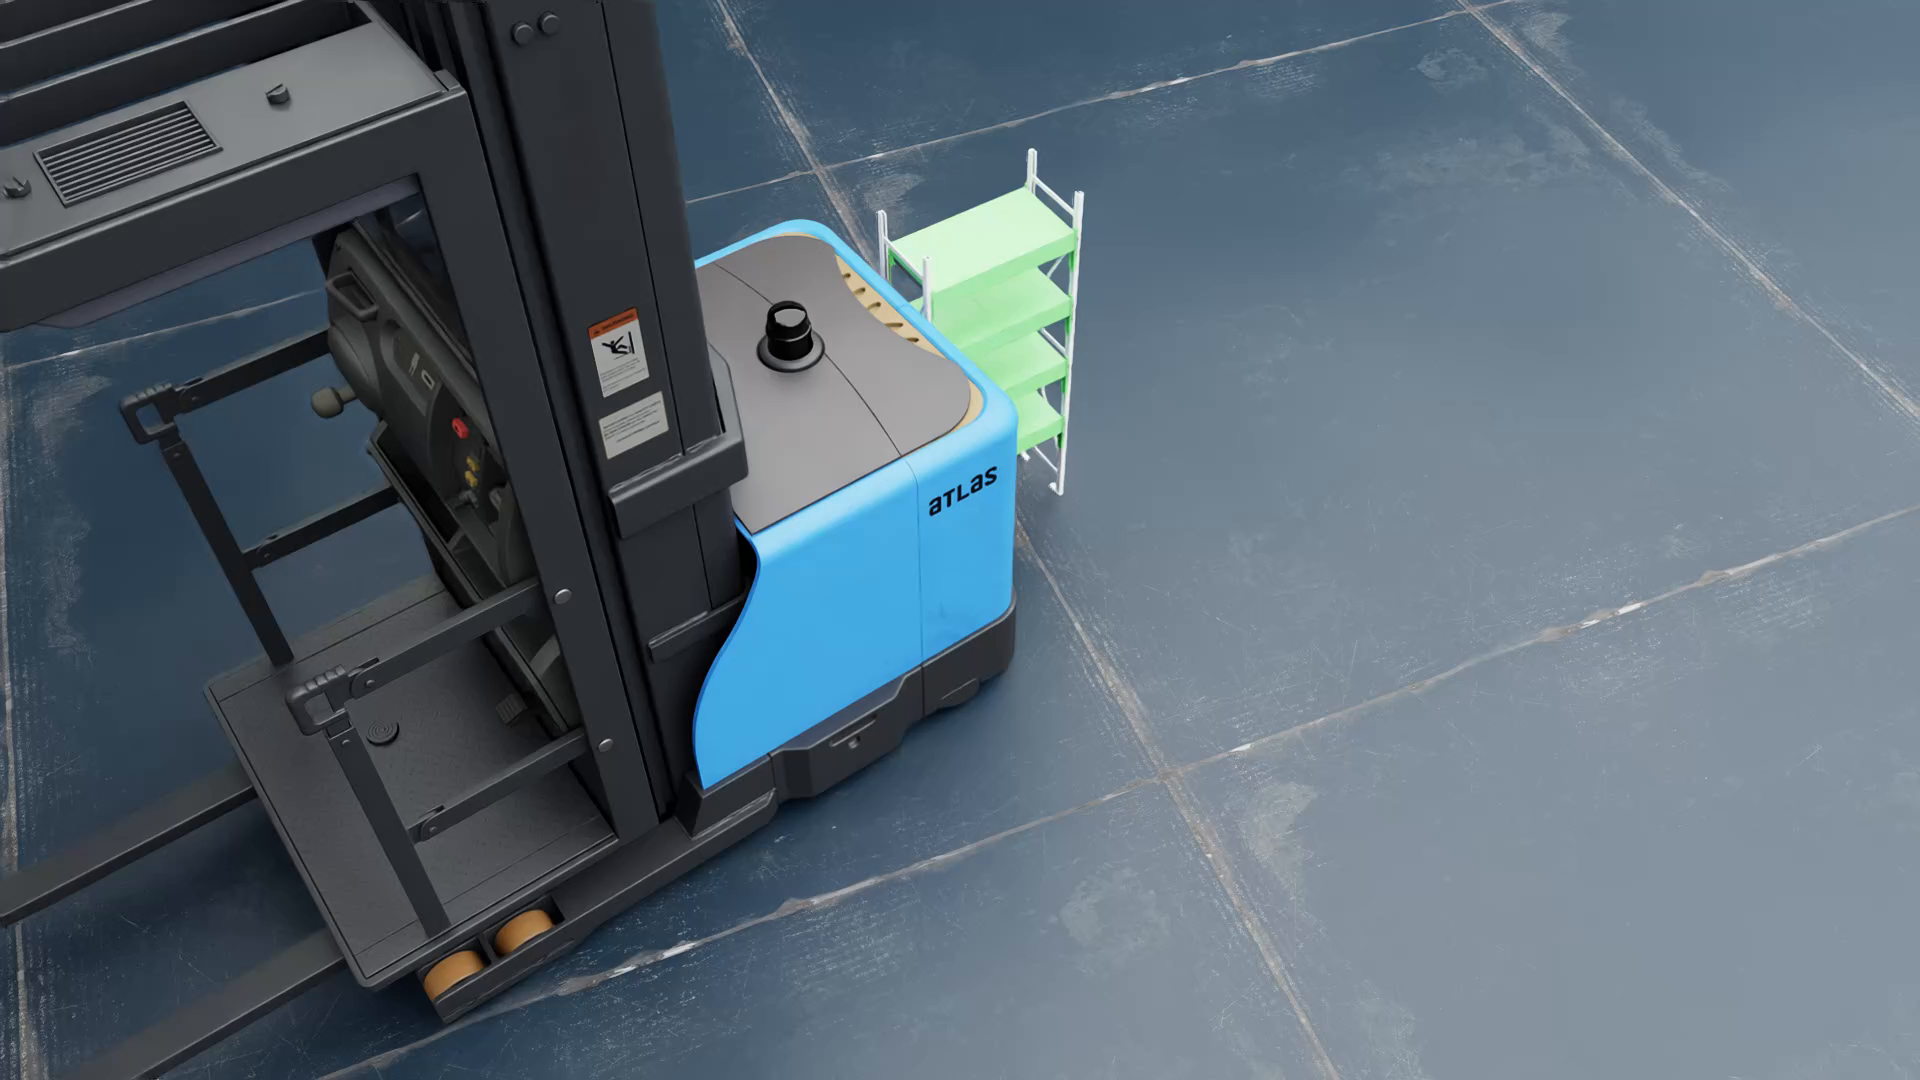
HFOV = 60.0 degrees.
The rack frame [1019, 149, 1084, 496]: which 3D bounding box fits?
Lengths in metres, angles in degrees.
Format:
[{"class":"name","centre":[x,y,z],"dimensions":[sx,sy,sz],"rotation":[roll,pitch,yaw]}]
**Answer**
[{"class":"rack frame","centre":[0.260,-0.612,4.985],"dimensions":[0.015,1.200,0.240],"rotation":[-27,54,-21]}]

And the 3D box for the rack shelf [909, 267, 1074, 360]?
[{"class":"rack shelf","centre":[0.057,-0.625,4.764],"dimensions":[0.480,0.148,0.258],"rotation":[-27,54,-21]}]

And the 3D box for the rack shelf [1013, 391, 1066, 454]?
[{"class":"rack shelf","centre":[0.057,-0.312,5.128],"dimensions":[0.480,0.148,0.258],"rotation":[-27,54,-21]}]

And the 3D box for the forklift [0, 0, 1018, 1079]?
[{"class":"forklift","centre":[-1.329,-0.217,3.504],"dimensions":[3.031,2.935,1.130],"rotation":[-29,55,-23]}]

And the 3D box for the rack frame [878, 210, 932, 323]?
[{"class":"rack frame","centre":[-0.147,-0.408,4.810],"dimensions":[0.015,1.200,0.240],"rotation":[-27,54,-21]}]

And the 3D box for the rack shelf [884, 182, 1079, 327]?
[{"class":"rack shelf","centre":[0.057,-0.781,4.582],"dimensions":[0.480,0.148,0.258],"rotation":[-27,54,-21]}]

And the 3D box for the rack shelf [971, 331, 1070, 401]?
[{"class":"rack shelf","centre":[0.057,-0.469,4.946],"dimensions":[0.480,0.148,0.258],"rotation":[-27,54,-21]}]

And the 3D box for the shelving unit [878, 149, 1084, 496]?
[{"class":"shelving unit","centre":[0.057,-0.510,4.897],"dimensions":[0.503,1.200,0.258],"rotation":[-27,54,-21]}]
